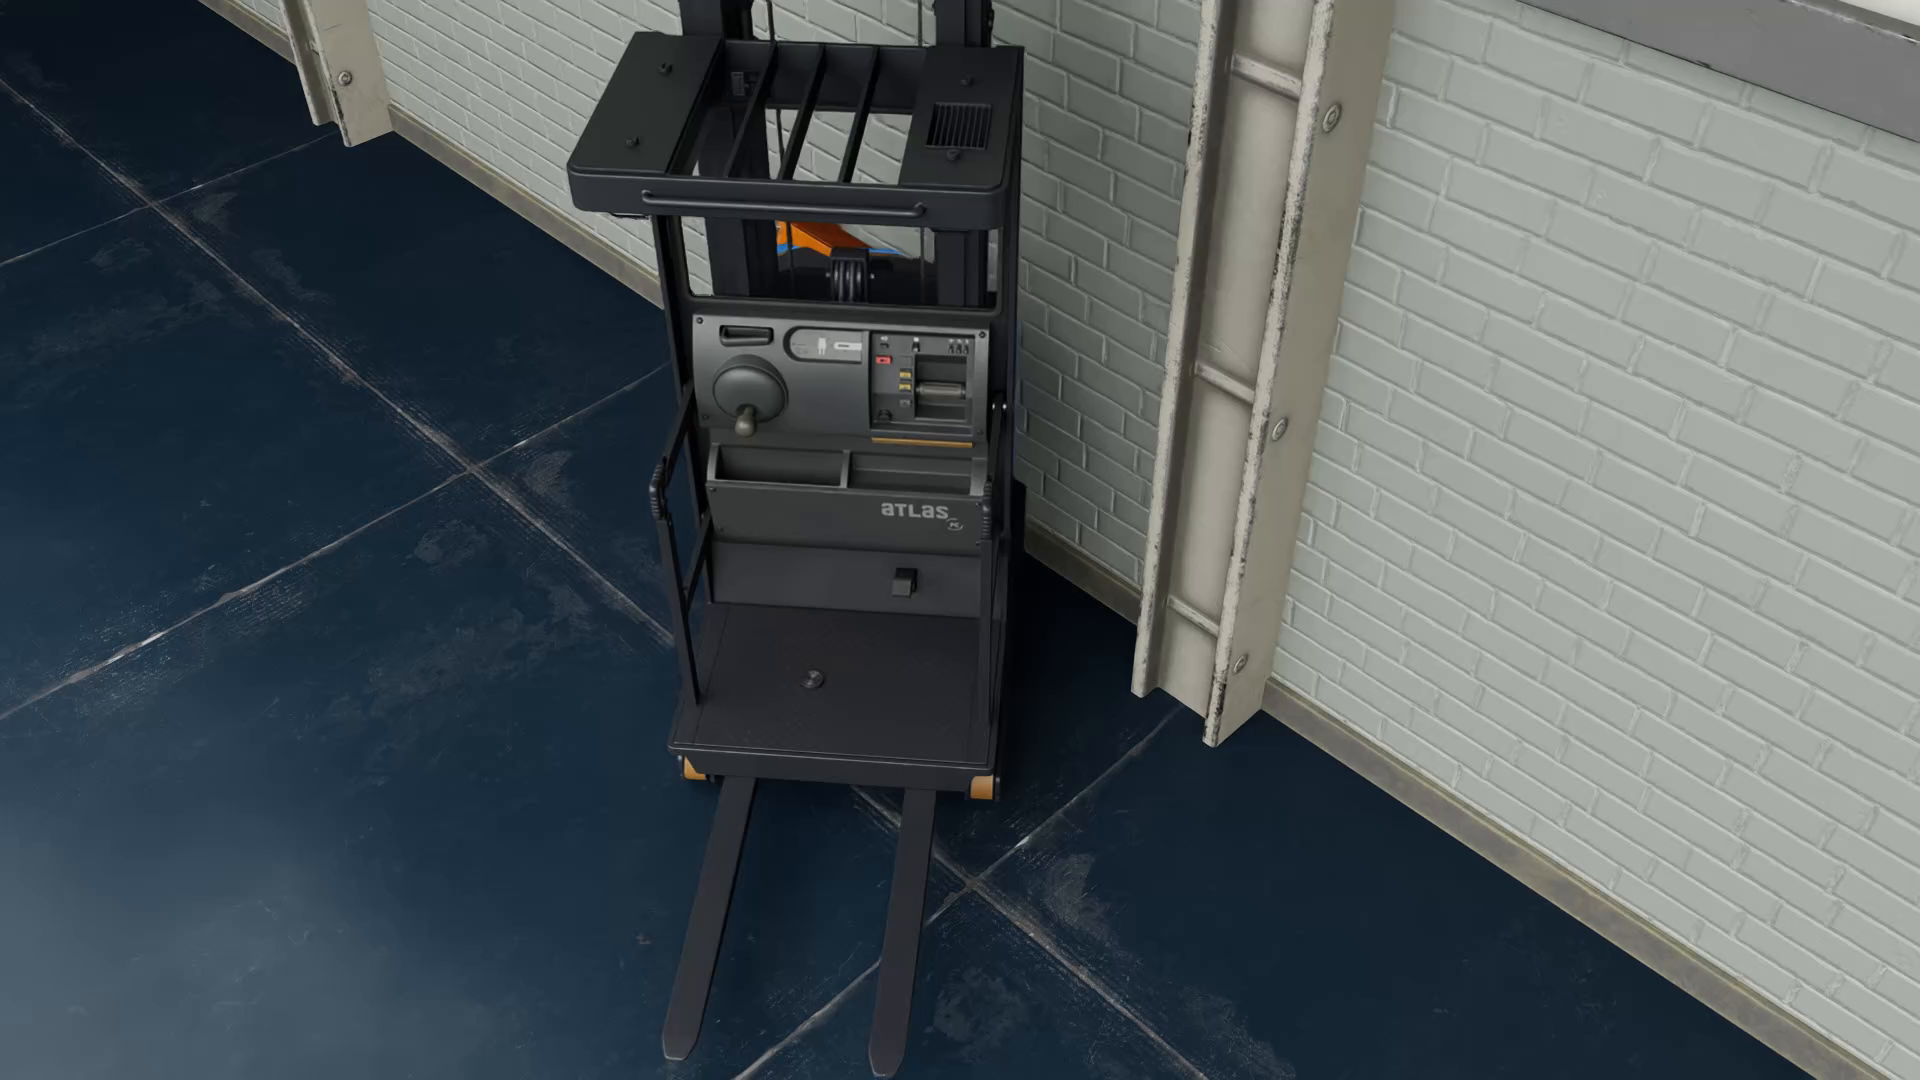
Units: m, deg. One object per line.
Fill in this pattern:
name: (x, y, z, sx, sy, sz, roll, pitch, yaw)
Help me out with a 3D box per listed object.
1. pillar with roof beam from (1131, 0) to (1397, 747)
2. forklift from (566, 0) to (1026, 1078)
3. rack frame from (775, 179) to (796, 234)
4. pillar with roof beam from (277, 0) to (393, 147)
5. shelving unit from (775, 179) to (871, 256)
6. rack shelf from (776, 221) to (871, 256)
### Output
pillar with roof beam: (-2.172, -0.666, 0.840, 9.100, 9.000, 0.400, -34, 53, -31)
forklift: (-0.389, -0.419, 5.044, 1.130, 2.935, 3.031, 3, 43, 4)
rack frame: (-0.668, -0.927, 6.783, 0.032, 1.125, 0.500, 35, 28, 30)
pillar with roof beam: (-6.409, -3.549, 3.960, 9.100, 9.000, 0.400, -34, 53, -31)
shelving unit: (-0.306, -0.677, 6.529, 1.048, 1.125, 0.538, 35, 28, 30)
rack shelf: (-0.215, -0.928, 6.411, 1.000, 0.278, 0.538, 35, 28, 30)
